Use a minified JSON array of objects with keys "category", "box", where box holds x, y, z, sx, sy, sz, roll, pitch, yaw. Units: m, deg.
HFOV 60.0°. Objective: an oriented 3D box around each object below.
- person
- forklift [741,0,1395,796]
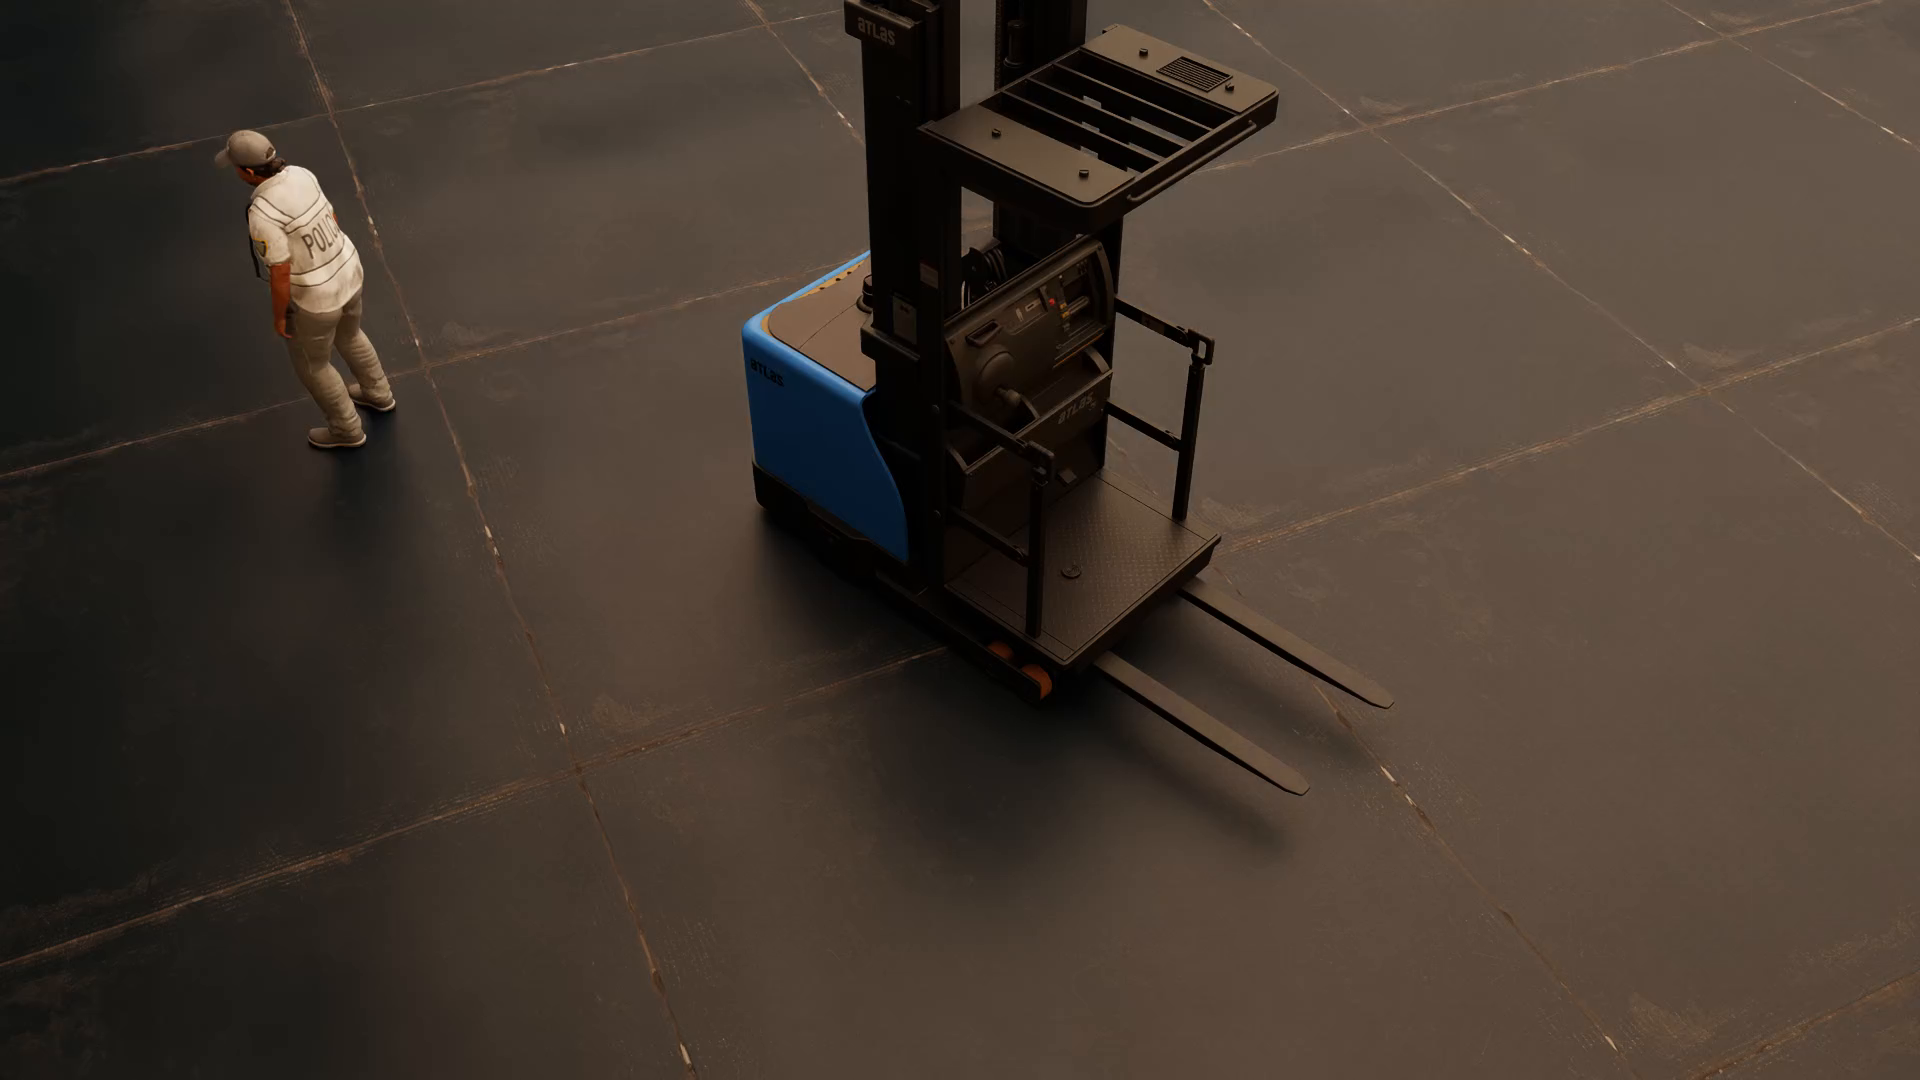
[{"category":"person","box":[-3.082,-1.193,7.887,0.468,1.667,0.558,11,44,11]},{"category":"forklift","box":[0.445,-0.788,6.525,3.031,2.935,1.130,32,52,30]}]
